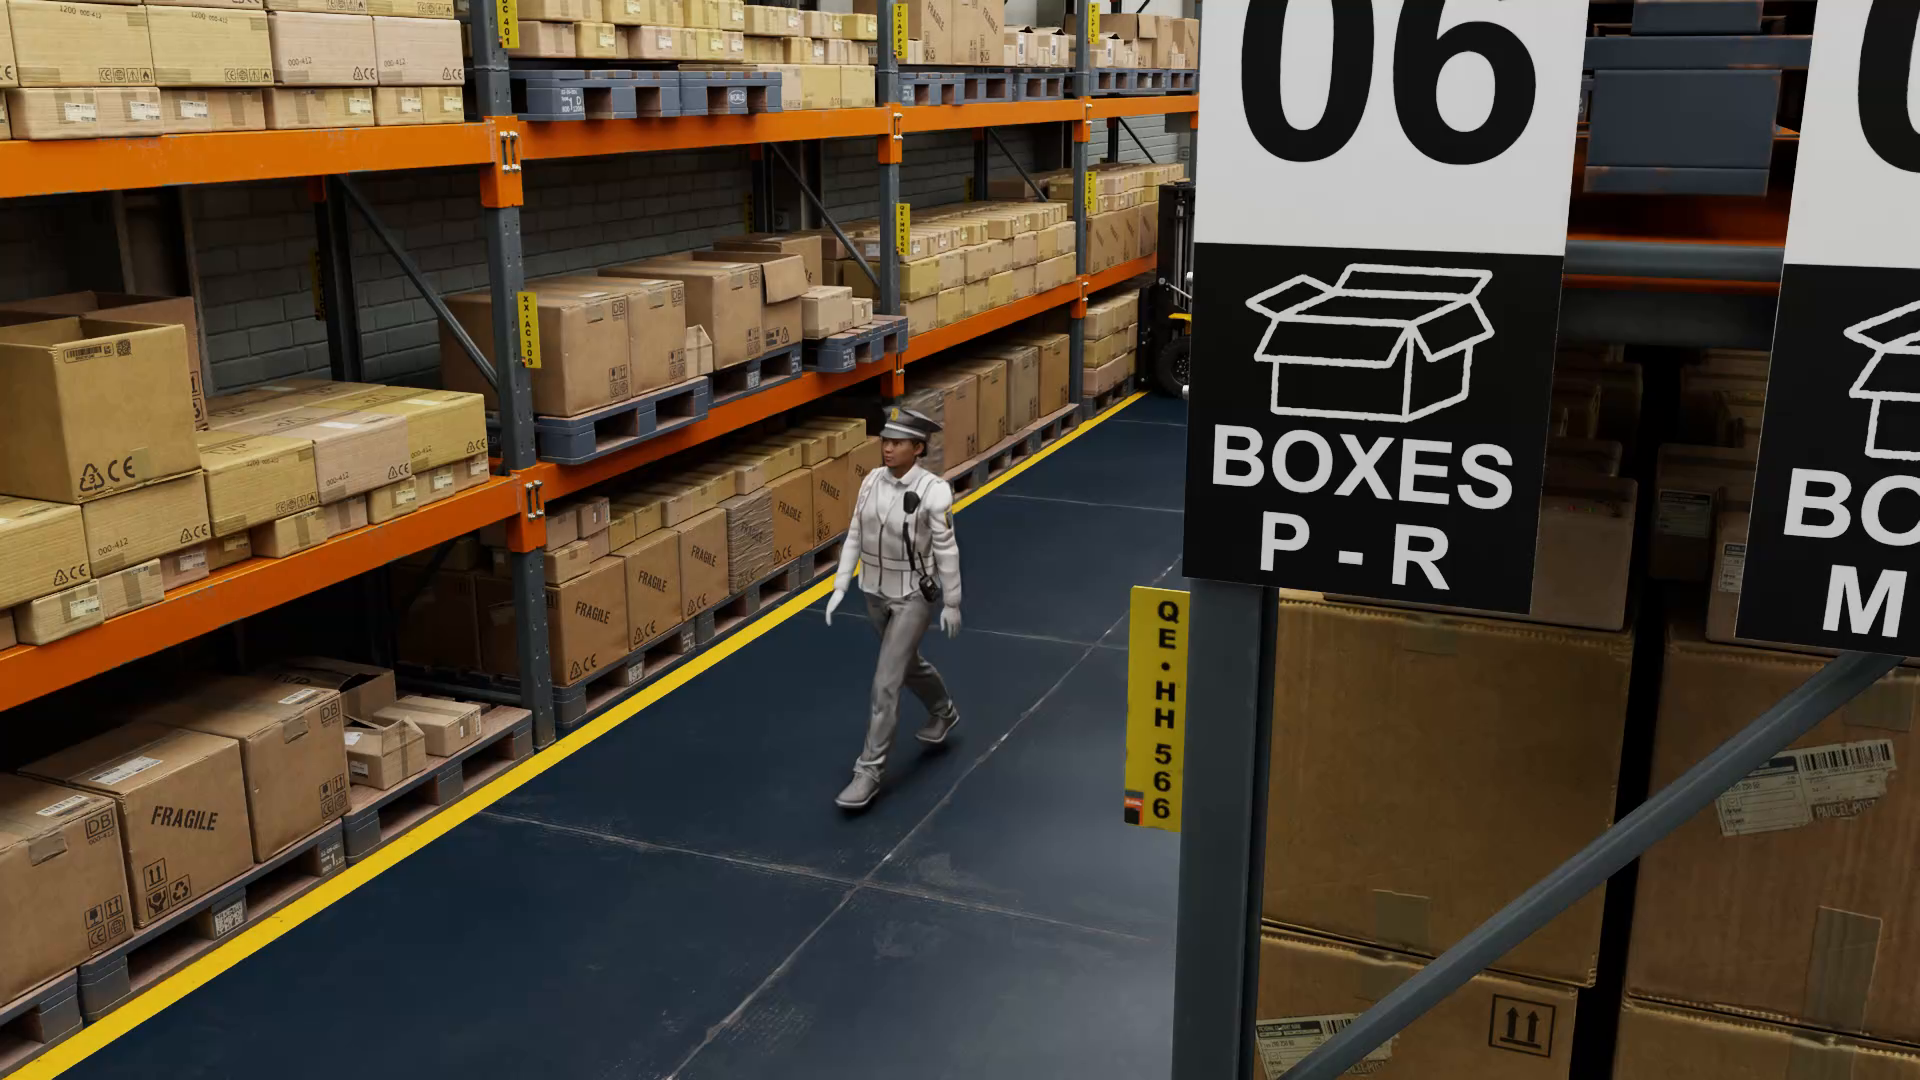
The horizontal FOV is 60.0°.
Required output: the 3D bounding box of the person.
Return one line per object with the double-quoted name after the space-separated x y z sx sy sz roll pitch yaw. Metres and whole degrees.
-0.289 0.227 7.139 0.511 1.636 0.995 11 19 35 "person"
